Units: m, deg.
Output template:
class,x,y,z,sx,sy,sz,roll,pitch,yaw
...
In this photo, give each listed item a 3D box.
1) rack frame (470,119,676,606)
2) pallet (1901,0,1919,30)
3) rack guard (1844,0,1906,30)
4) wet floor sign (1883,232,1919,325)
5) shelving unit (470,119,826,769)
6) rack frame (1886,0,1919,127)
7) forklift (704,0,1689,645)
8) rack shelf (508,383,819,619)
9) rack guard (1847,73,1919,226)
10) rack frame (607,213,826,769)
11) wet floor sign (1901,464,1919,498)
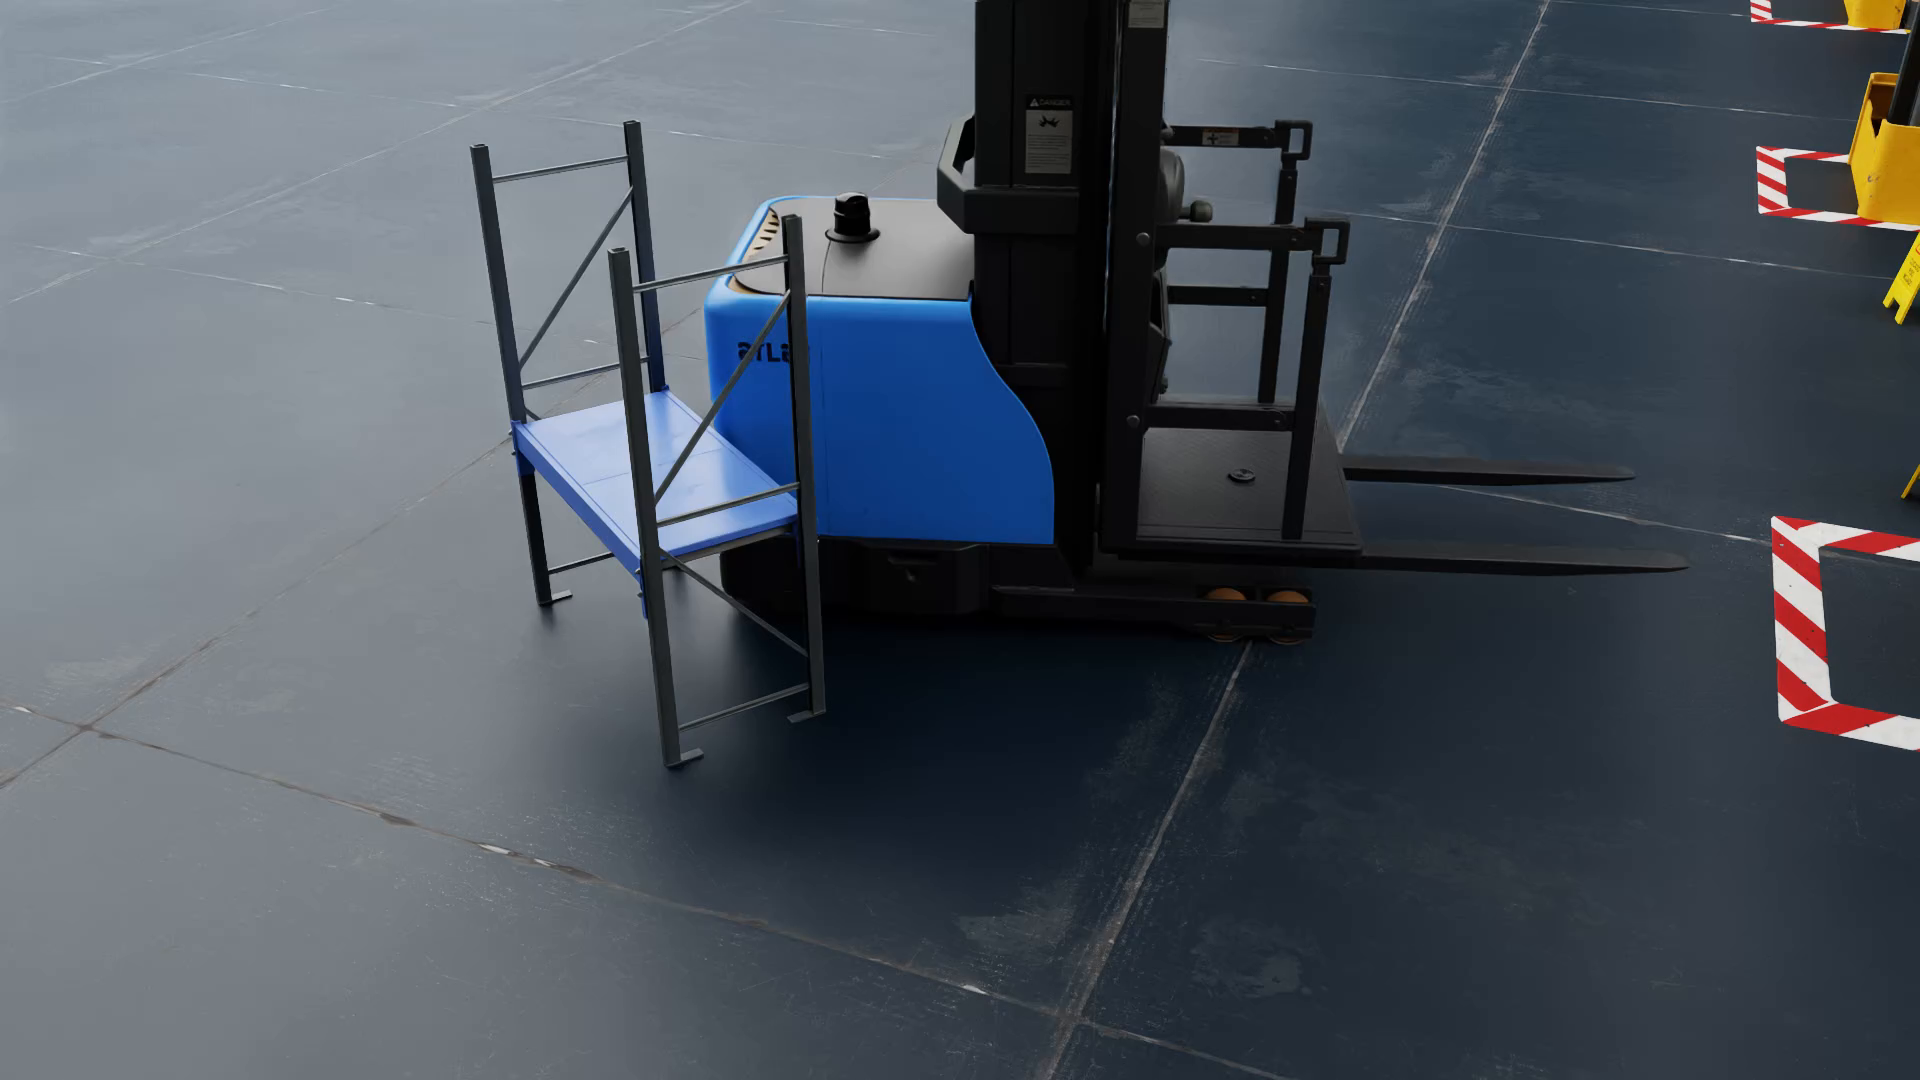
class,x,y,z,sx,sy,sz,roll,pitch,yaw
rack frame,-1.154,-0.512,5.132,0.500,1.500,0.032,-17,34,-28
pallet,7.891,-4.070,12.736,1.213,0.211,1.003,11,31,19
rack guard,7.151,-4.362,12.959,0.348,0.500,1.175,11,31,19
wet floor sign,4.351,-1.299,7.393,0.232,0.644,0.267,6,30,11
shelving unit,-0.883,-0.301,4.758,0.538,1.500,1.048,-17,34,-28
rack frame,5.122,-3.222,8.401,0.127,3.000,1.000,11,31,19
forklift,0.778,-1.222,4.934,3.031,2.935,1.130,2,30,4
rack shelf,-0.883,-0.144,4.846,0.538,0.185,1.000,-17,34,-28
rack guard,5.100,-2.138,9.024,0.348,0.500,1.175,11,31,19
rack frame,-0.611,-0.089,4.384,0.500,1.500,0.032,-17,34,-28
wet floor sign,3.581,-0.444,5.880,0.232,0.644,0.267,24,37,36
